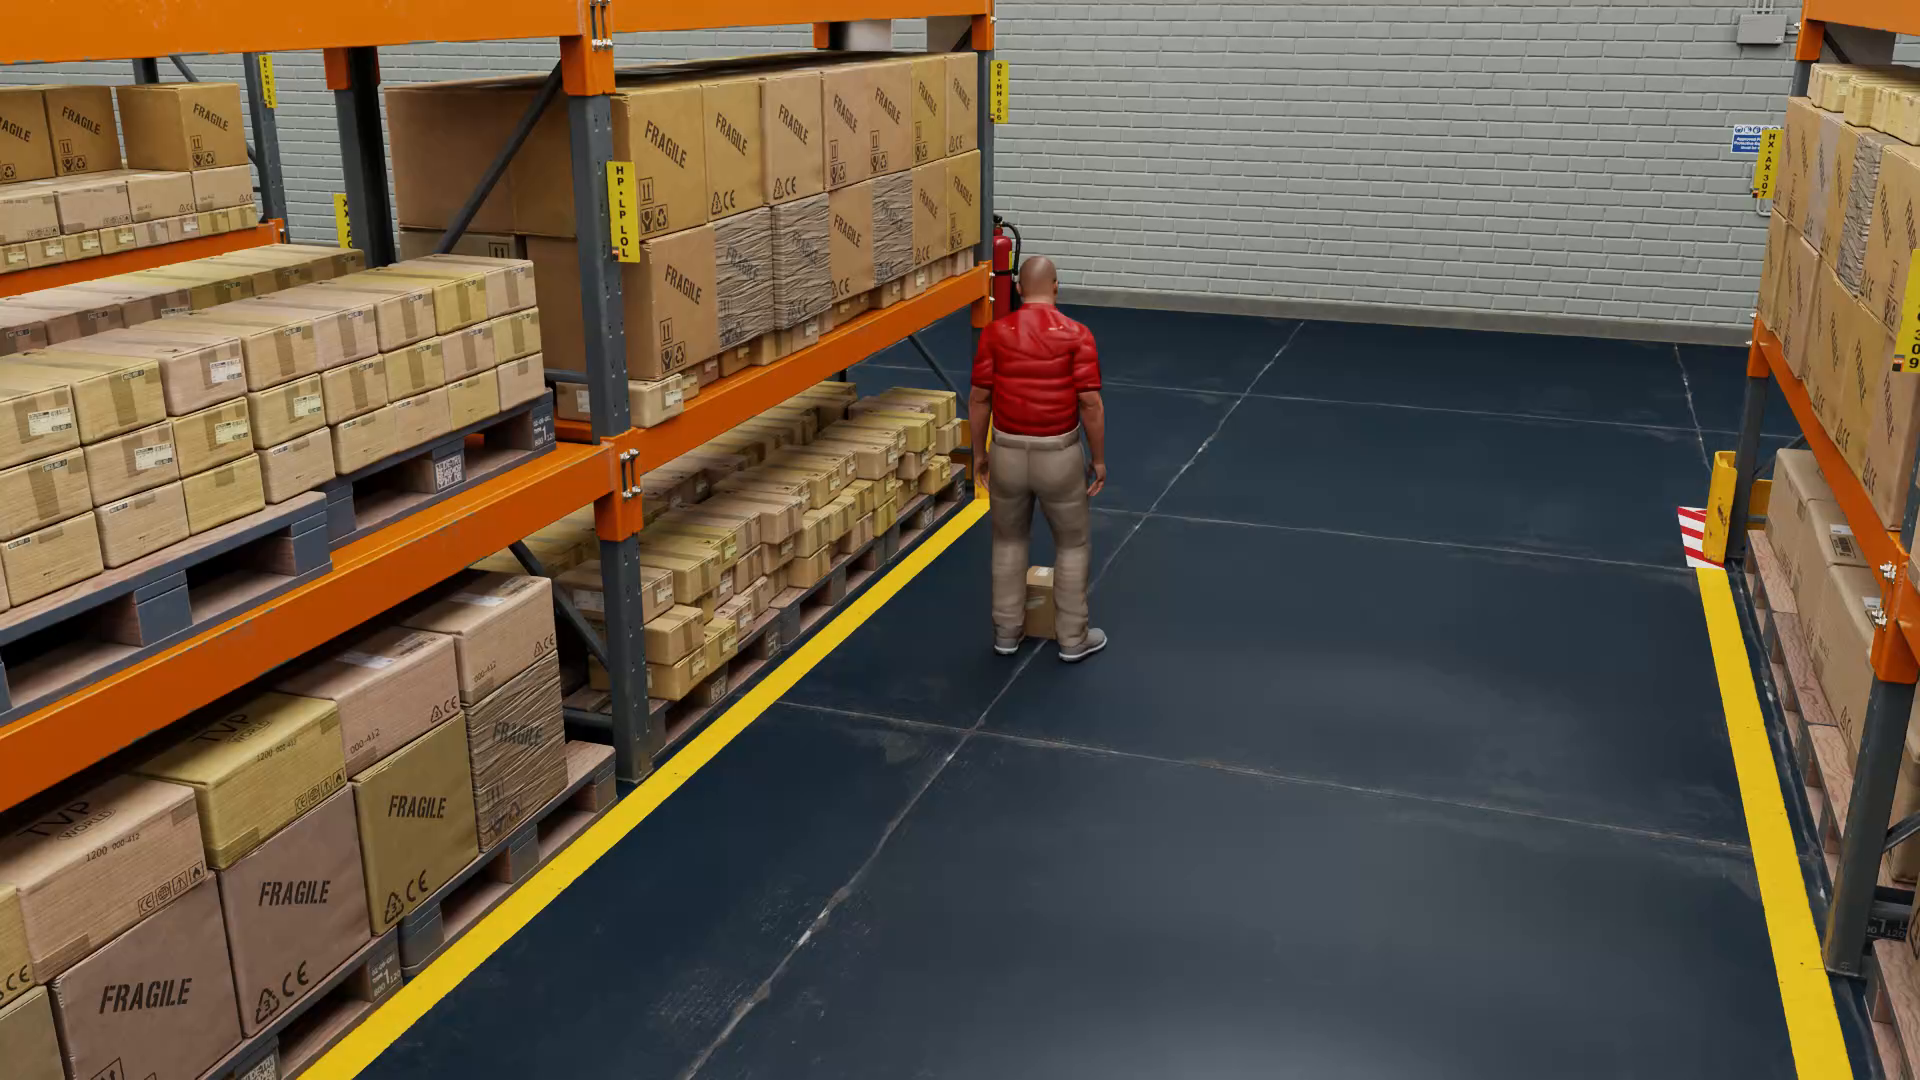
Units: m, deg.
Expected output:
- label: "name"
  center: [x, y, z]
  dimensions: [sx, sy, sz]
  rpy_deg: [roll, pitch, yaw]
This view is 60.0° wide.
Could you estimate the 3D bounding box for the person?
- label: "person"
  center: [0.335, -0.337, 7.089]
  dimensions: [0.591, 1.725, 0.392]
  rpy_deg: [5, 19, 15]
